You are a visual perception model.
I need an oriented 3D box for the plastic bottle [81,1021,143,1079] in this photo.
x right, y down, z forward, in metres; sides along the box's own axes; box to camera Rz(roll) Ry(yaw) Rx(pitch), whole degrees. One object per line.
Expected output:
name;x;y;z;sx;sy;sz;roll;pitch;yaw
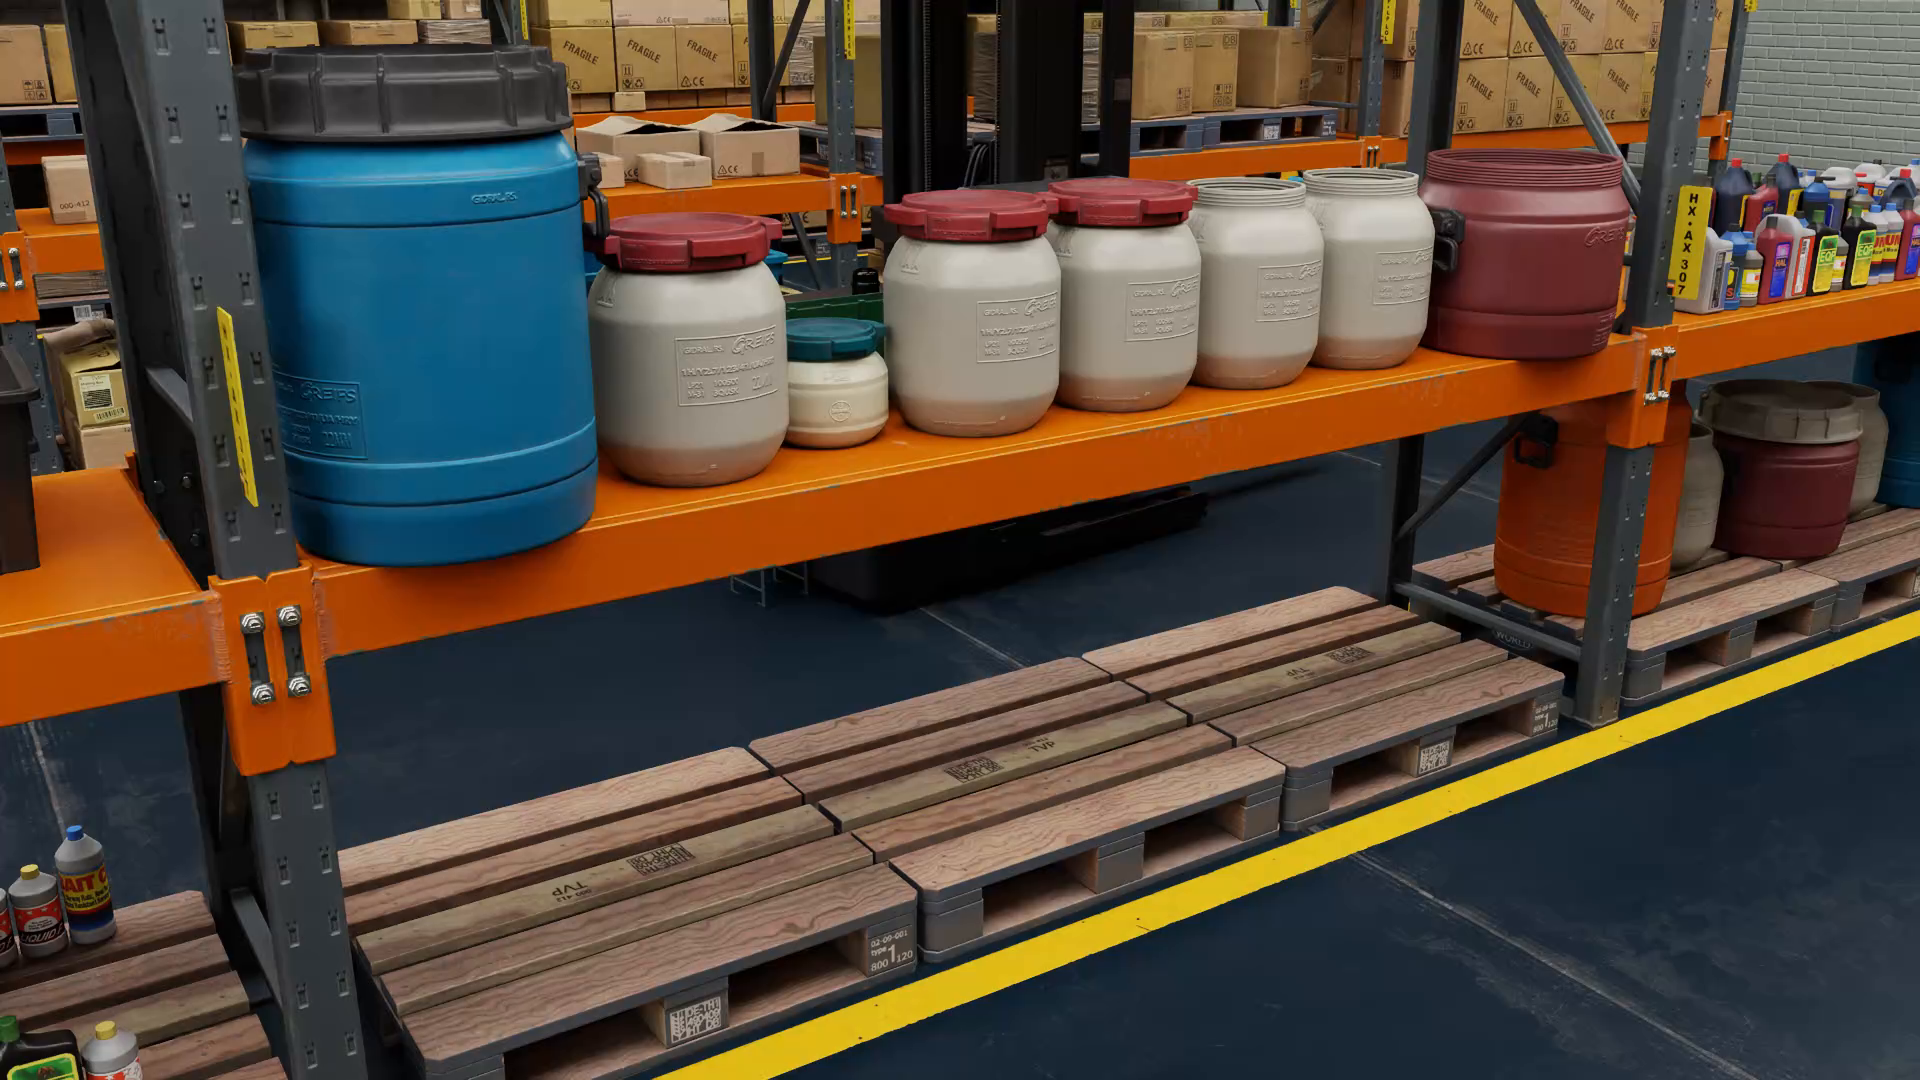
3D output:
plastic bottle;-1.635;1.025;3.212;0.097;0.201;0.097;0;19;0

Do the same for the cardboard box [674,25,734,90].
cardboard box;-2.207;-3.986;13.699;0.500;0.500;0.500;-12;22;-32

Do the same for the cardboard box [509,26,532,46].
cardboard box;-3.362;-3.945;13.580;0.500;0.500;0.500;-12;22;-31

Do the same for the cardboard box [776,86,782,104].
cardboard box;-1.711;-3.798;14.156;0.250;0.149;0.380;-11;22;-30

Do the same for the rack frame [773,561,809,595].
rack frame;-0.679;-0.236;6.539;0.006;0.900;0.240;-15;24;-38

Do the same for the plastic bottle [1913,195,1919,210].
plastic bottle;3.535;-1.119;6.066;0.135;0.276;0.152;-12;22;-31

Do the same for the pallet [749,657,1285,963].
pallet;0.151;0.717;4.796;1.213;0.211;1.003;-12;22;-31

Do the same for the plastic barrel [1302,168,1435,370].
plastic barrel;1.096;-0.759;4.631;0.421;0.512;0.421;0;19;0

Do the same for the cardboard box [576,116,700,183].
cardboard box;-1.737;-2.122;8.976;0.500;0.311;0.500;-12;22;-32

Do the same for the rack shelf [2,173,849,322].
rack shelf;-2.554;-1.577;8.348;4.000;0.370;1.077;-12;22;-31

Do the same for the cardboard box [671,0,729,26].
cardboard box;-2.226;-4.342;13.582;0.500;0.250;0.500;-12;22;-31

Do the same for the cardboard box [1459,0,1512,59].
cardboard box;3.436;-3.594;11.475;0.500;0.500;0.500;-13;22;-33

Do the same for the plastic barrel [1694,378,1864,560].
plastic barrel;3.180;-0.290;6.529;0.708;0.588;0.600;-12;22;-31

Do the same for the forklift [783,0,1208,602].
forklift;0.475;-1.519;7.161;3.031;2.935;1.130;-15;24;-38

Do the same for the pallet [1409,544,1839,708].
pallet;2.473;0.227;6.244;1.213;0.211;1.003;-12;22;-31

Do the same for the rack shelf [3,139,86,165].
rack shelf;-5.282;-2.901;12.265;4.000;0.370;1.077;-12;22;-31

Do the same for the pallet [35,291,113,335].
pallet;-6.303;-1.706;11.961;1.213;0.211;1.003;-12;22;-31

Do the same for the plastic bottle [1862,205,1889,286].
plastic bottle;3.179;-1.032;5.814;0.097;0.271;0.097;0;19;0

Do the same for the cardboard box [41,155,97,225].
cardboard box;-3.837;-1.592;7.506;0.500;0.250;0.500;-10;21;-28

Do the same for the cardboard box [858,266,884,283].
cardboard box;-0.346;-1.298;9.616;0.500;0.500;0.500;-11;22;-29

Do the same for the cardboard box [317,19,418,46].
cardboard box;-4.450;-3.659;12.540;0.500;0.500;0.700;-14;23;-36

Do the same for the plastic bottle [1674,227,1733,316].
plastic bottle;2.377;-0.875;5.343;0.135;0.276;0.152;-12;22;-31

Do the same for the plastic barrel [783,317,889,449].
plastic barrel;-0.314;-0.366;3.860;0.301;0.262;0.301;0;19;0

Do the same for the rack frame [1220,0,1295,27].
rack frame;3.070;-5.003;17.360;0.127;3.000;1.000;-12;22;-31

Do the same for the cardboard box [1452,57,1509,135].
cardboard box;3.458;-3.129;11.662;0.500;0.500;0.500;-11;22;-30

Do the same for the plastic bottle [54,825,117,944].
plastic bottle;-2.011;0.783;3.817;0.097;0.271;0.097;0;19;0

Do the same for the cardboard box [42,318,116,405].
cardboard box;-4.044;-0.875;7.912;0.500;0.311;0.500;-12;22;-31

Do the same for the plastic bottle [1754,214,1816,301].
plastic bottle;2.763;-0.957;5.584;0.135;0.276;0.152;-12;22;-31

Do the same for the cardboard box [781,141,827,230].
cardboard box;-1.483;-3.172;14.646;0.750;0.750;0.750;-11;22;-30

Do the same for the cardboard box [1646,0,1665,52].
cardboard box;5.156;-3.959;12.553;0.500;0.500;0.500;-11;22;-30

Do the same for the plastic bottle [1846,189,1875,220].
plastic bottle;3.699;-1.341;6.838;0.097;0.201;0.097;0;19;0

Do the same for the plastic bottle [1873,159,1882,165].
plastic bottle;3.895;-1.486;7.140;0.133;0.283;0.061;-12;22;-31

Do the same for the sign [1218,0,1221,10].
sign;2.770;-5.600;17.651;0.005;0.325;0.100;-12;22;-31

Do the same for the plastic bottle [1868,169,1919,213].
plastic bottle;3.474;-1.199;6.184;0.185;0.351;0.144;-12;22;-31

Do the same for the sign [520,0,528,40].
sign;-3.305;-3.961;12.595;0.005;0.325;0.100;-12;22;-31

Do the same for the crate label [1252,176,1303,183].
crate label;0.859;-0.858;5.044;0.616;0.435;0.502;-12;22;-31

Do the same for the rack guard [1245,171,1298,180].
rack guard;3.090;-3.823;17.773;0.348;0.500;1.175;-12;22;-31

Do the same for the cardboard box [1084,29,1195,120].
cardboard box;1.015;-2.893;10.306;0.700;0.500;0.500;16;24;39

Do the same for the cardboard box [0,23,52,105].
cardboard box;-6.508;-3.226;11.260;0.500;0.500;0.700;-12;22;-31

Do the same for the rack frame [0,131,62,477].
rack frame;-4.224;-1.565;7.191;0.127;3.000;1.000;-12;22;-31

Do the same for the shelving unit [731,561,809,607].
shelving unit;-0.757;-0.215;6.476;0.210;0.900;0.258;-15;24;-38

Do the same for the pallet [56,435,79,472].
pallet;-3.631;-0.384;8.052;1.213;0.211;1.003;-12;22;-31

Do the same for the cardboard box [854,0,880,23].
cardboard box;-0.952;-4.613;14.385;0.500;0.250;0.500;-11;22;-30

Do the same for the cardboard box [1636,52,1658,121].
cardboard box;5.142;-3.482;12.705;0.500;0.500;0.500;-12;22;-31

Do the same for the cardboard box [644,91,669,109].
cardboard box;-2.583;-3.624;13.642;0.250;0.149;0.380;-12;22;-32

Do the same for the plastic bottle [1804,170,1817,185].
plastic bottle;3.503;-1.391;6.877;0.097;0.271;0.097;0;19;0

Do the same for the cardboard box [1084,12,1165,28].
cardboard box;1.406;-4.790;16.261;0.700;0.700;0.980;-13;23;-34

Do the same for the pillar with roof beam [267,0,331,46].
pillar with roof beam;-2.805;-5.287;8.832;0.400;9.000;9.100;-12;22;-31

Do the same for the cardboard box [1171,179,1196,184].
cardboard box;2.123;-3.780;16.989;0.500;0.500;0.700;-12;22;-32
